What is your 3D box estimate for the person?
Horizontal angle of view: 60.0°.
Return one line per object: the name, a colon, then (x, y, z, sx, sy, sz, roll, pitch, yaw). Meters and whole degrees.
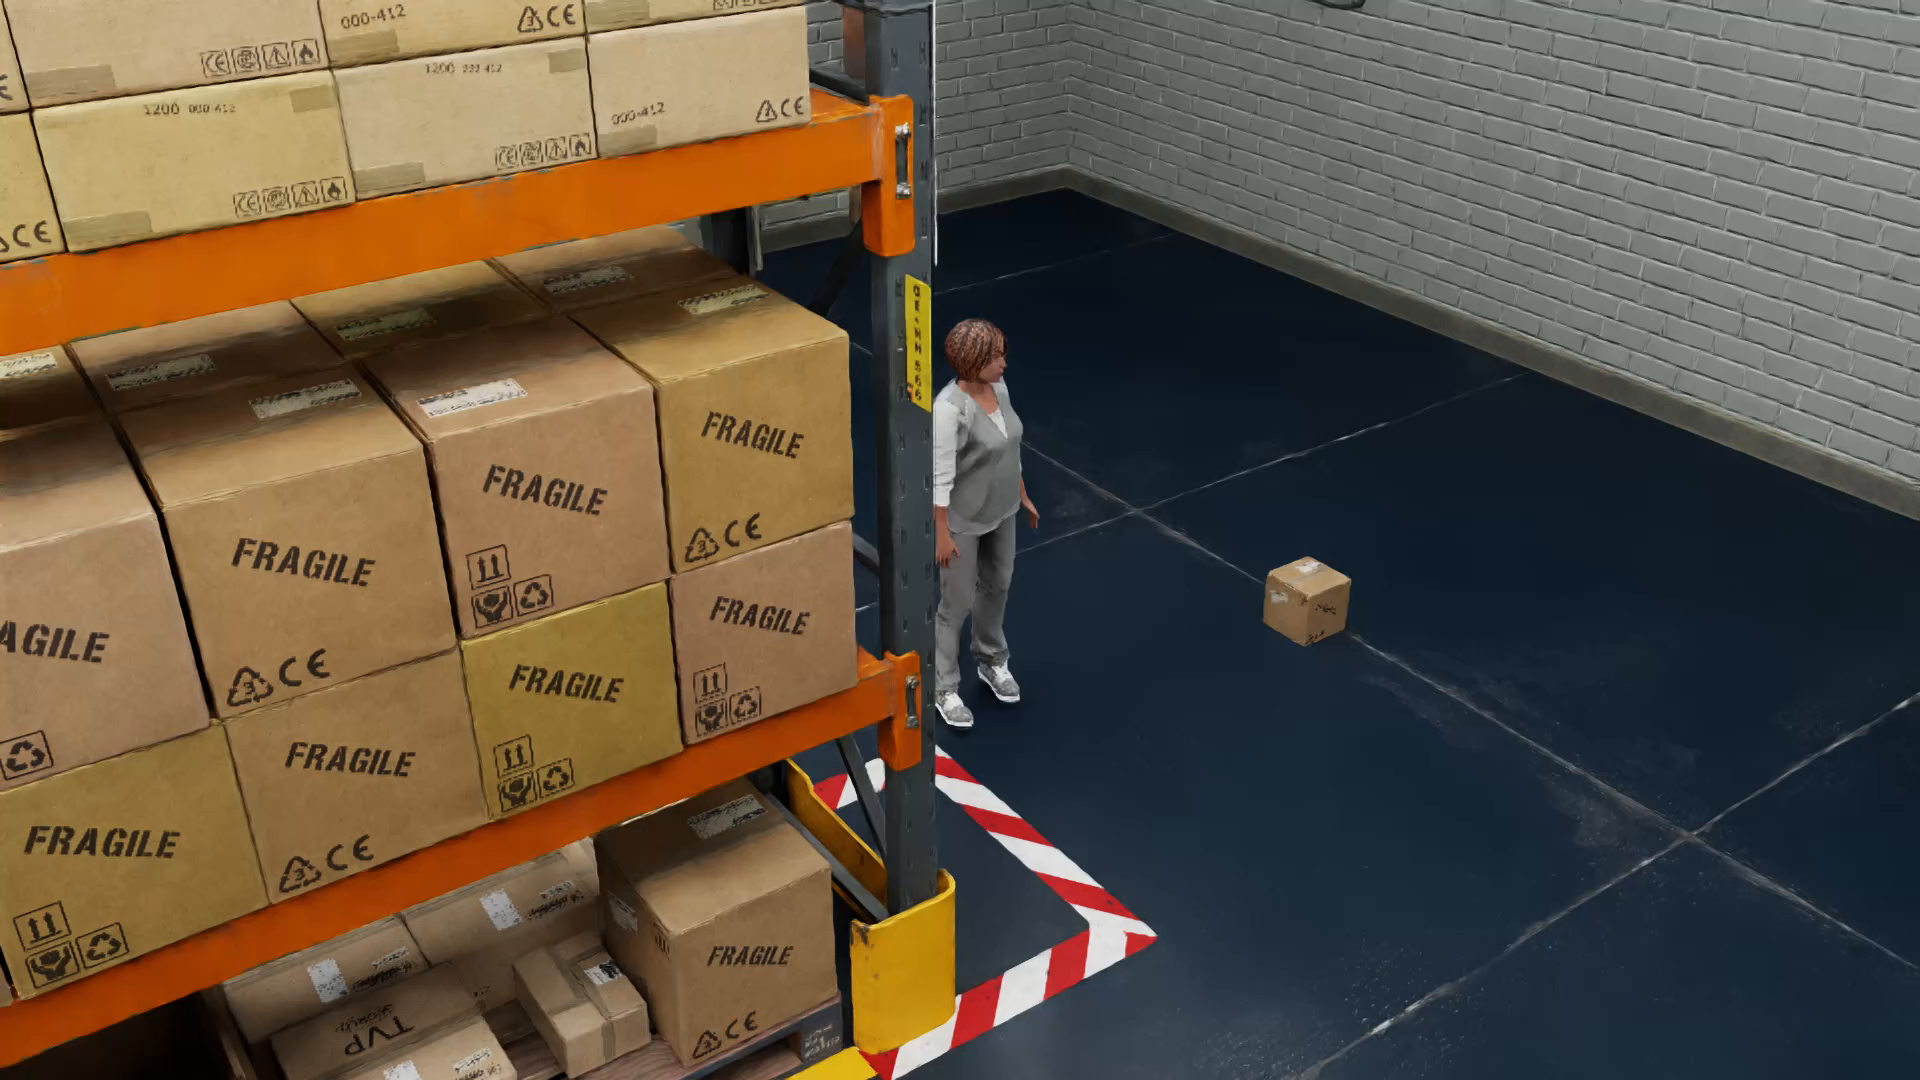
person: (0.065, -0.076, 6.223, 0.336, 1.605, 0.468, 21, 35, 33)
